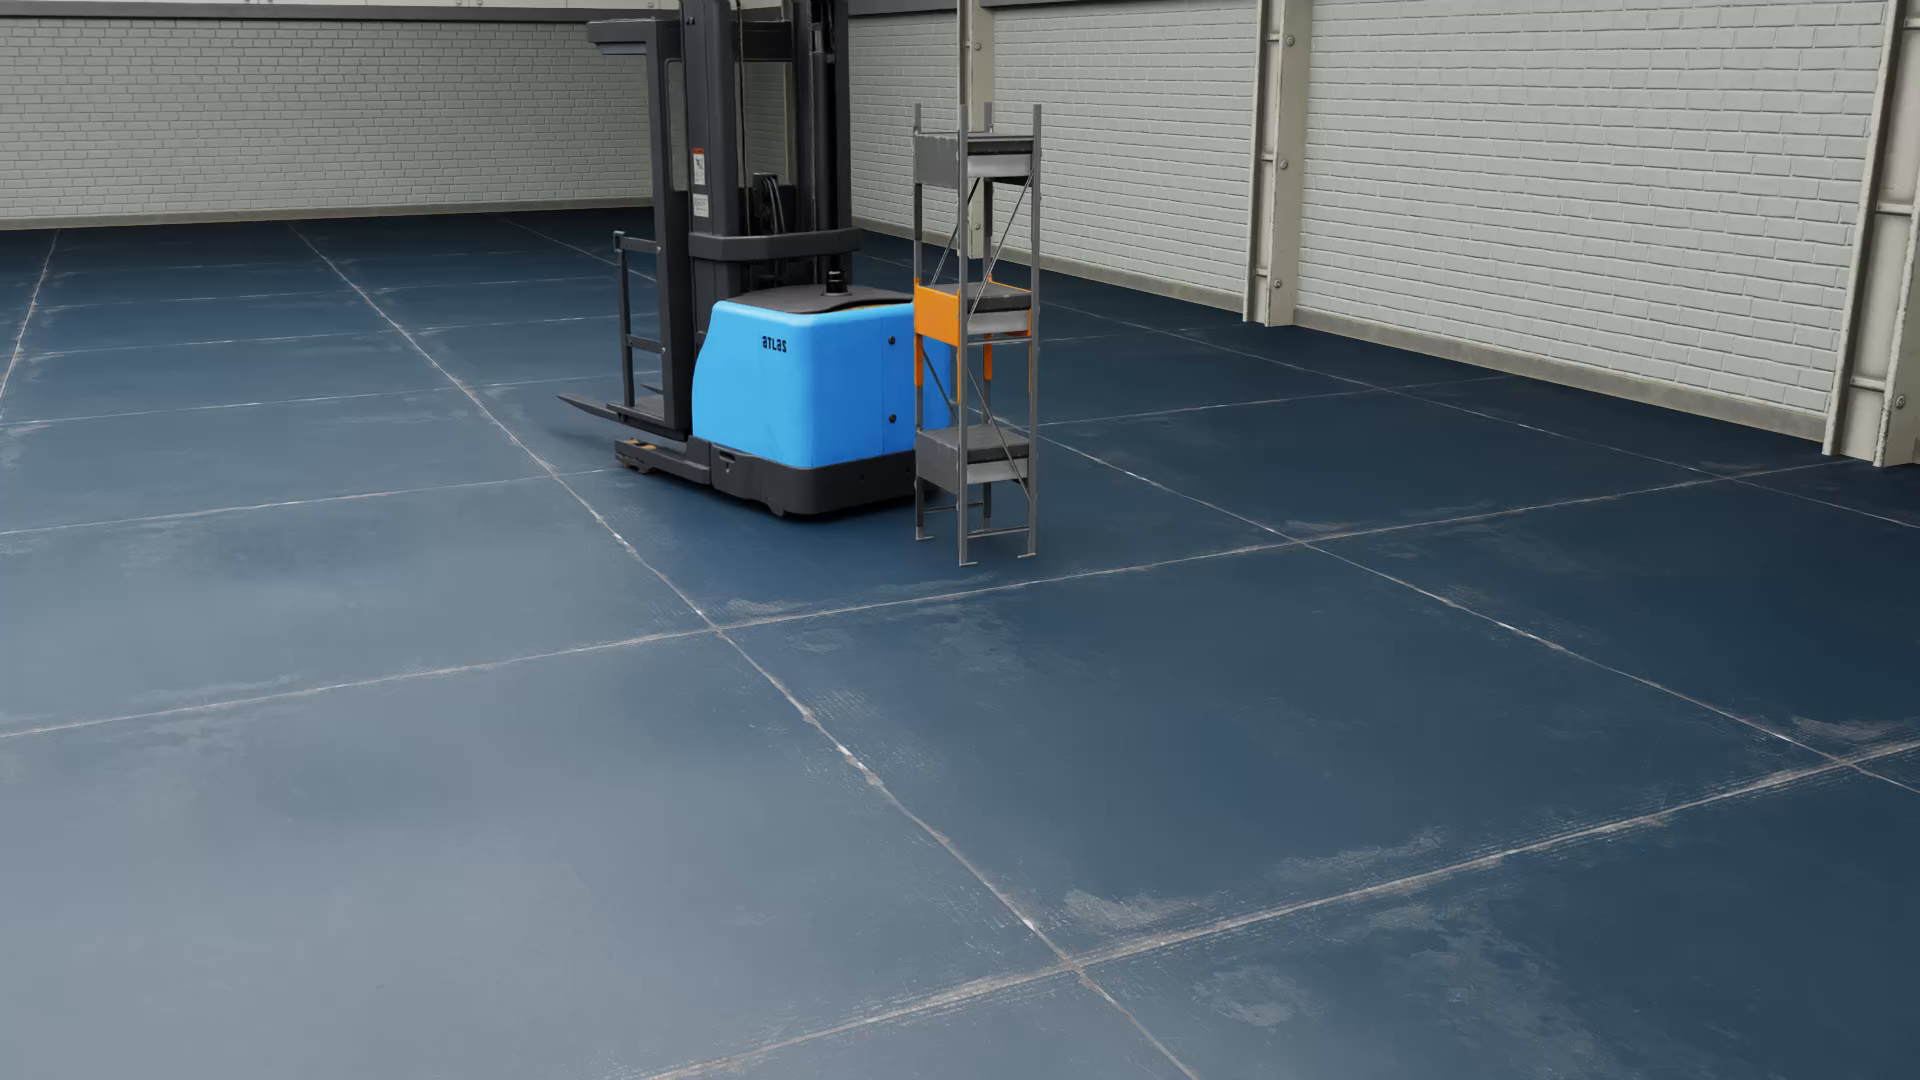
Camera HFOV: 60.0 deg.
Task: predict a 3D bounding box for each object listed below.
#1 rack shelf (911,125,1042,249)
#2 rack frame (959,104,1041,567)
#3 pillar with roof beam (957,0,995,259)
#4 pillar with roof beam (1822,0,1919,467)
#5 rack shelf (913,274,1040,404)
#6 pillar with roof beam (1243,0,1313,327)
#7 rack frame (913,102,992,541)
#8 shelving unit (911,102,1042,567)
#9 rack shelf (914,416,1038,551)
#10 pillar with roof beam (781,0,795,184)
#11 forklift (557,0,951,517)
[{"bbox_3d":[0.073,-1.628,7.629,0.431,0.518,0.480,-8,18,-25],"label":"rack shelf"},{"bbox_3d":[0.179,-0.908,7.607,0.400,2.100,0.015,-8,18,-25],"label":"rack frame"},{"bbox_3d":[-3.683,-7.275,17.287,9.100,9.000,0.400,-8,18,-25],"label":"pillar with roof beam"},{"bbox_3d":[1.574,-4.299,6.918,9.100,9.000,0.400,-8,18,-25],"label":"pillar with roof beam"},{"bbox_3d":[0.073,-0.955,7.822,0.431,0.518,0.480,-8,18,-25],"label":"rack shelf"},{"bbox_3d":[-1.054,-5.787,12.102,9.100,9.000,0.400,-8,18,-25],"label":"pillar with roof beam"},{"bbox_3d":[-0.034,-1.029,8.029,0.400,2.100,0.015,-8,18,-25],"label":"rack frame"},{"bbox_3d":[0.073,-0.968,7.818,0.431,2.100,0.503,-8,18,-25],"label":"shelving unit"},{"bbox_3d":[0.073,-0.282,8.015,0.431,0.518,0.480,-8,18,-25],"label":"rack shelf"},{"bbox_3d":[-6.311,-8.762,22.471,9.100,9.000,0.400,-8,18,-25],"label":"pillar with roof beam"},{"bbox_3d":[-1.366,-1.869,9.449,1.130,2.935,3.031,-13,21,-38],"label":"forklift"}]
